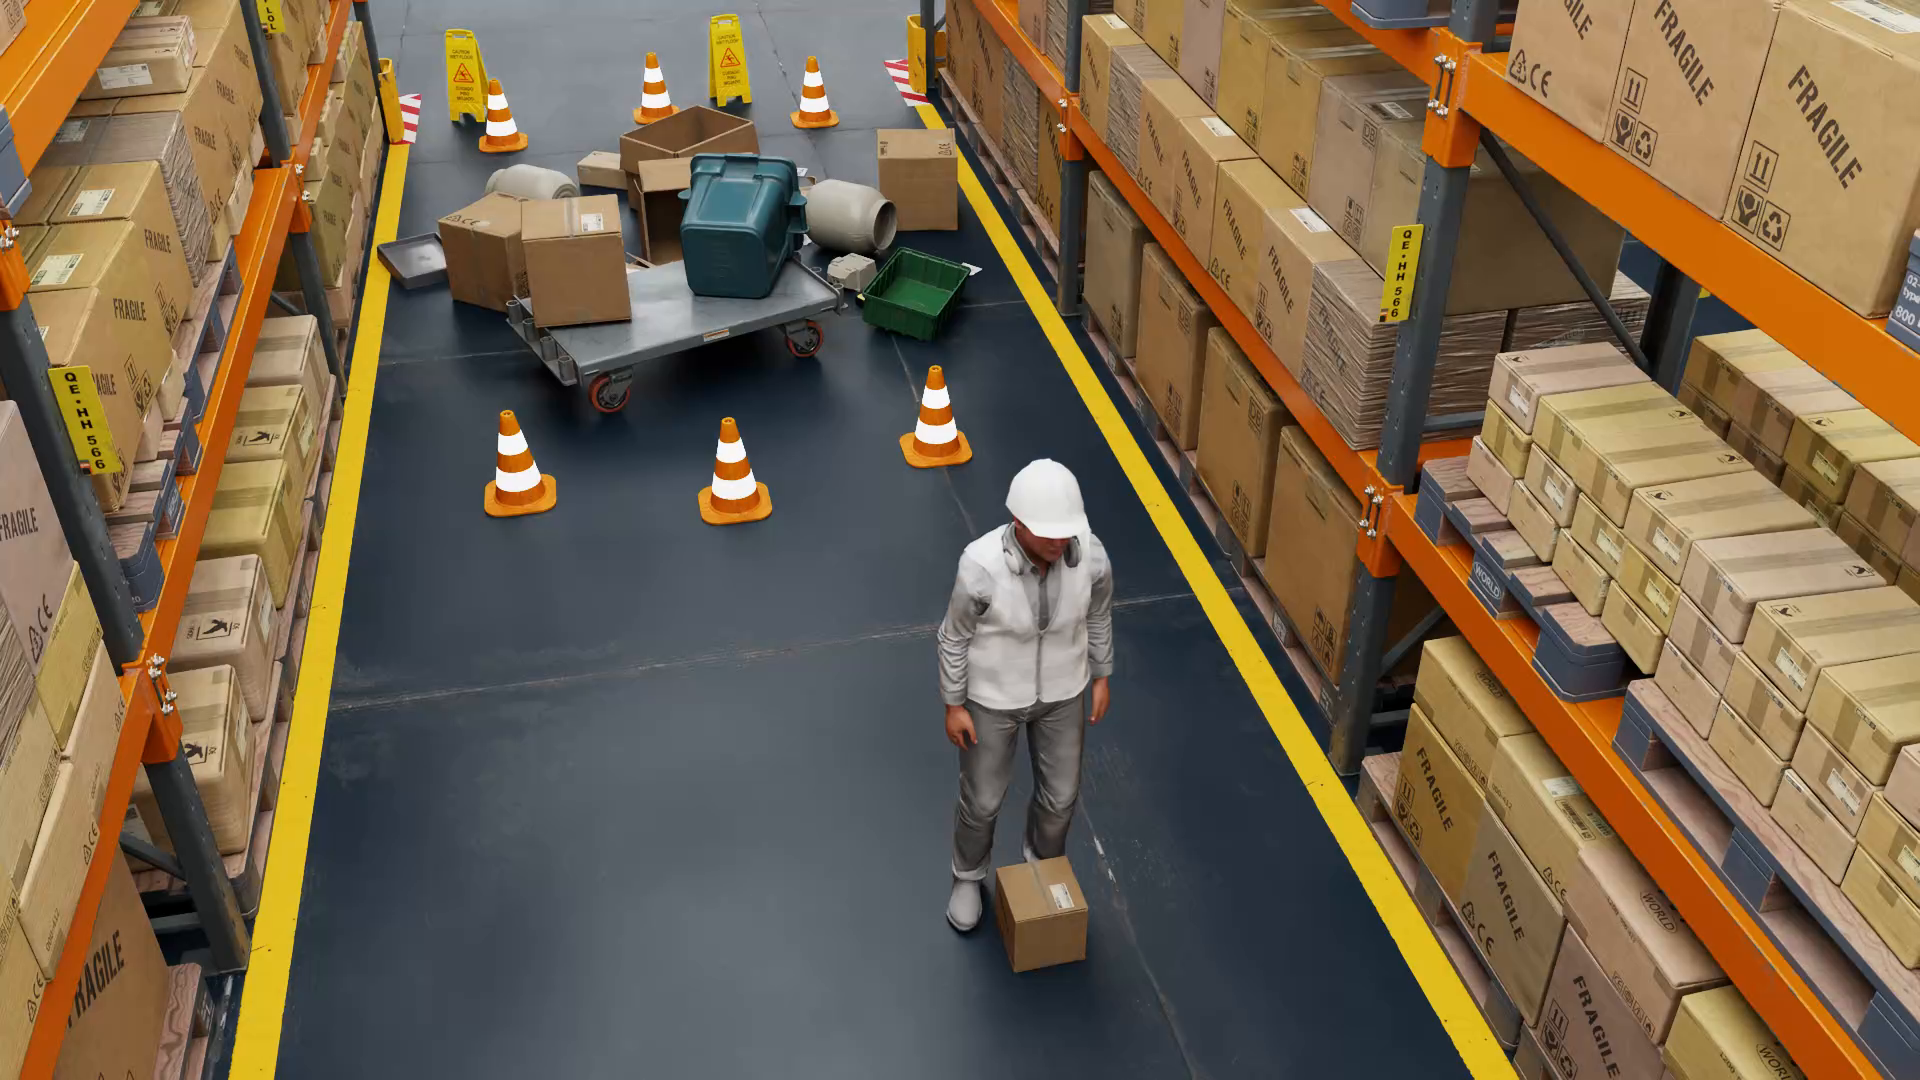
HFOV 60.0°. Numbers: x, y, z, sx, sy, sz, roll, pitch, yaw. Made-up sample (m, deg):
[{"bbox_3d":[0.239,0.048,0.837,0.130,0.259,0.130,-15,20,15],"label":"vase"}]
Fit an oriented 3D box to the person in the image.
[{"bbox_3d":[0.217,0.492,5.393,0.594,1.772,0.471,-9,35,-13],"label":"person"}]
